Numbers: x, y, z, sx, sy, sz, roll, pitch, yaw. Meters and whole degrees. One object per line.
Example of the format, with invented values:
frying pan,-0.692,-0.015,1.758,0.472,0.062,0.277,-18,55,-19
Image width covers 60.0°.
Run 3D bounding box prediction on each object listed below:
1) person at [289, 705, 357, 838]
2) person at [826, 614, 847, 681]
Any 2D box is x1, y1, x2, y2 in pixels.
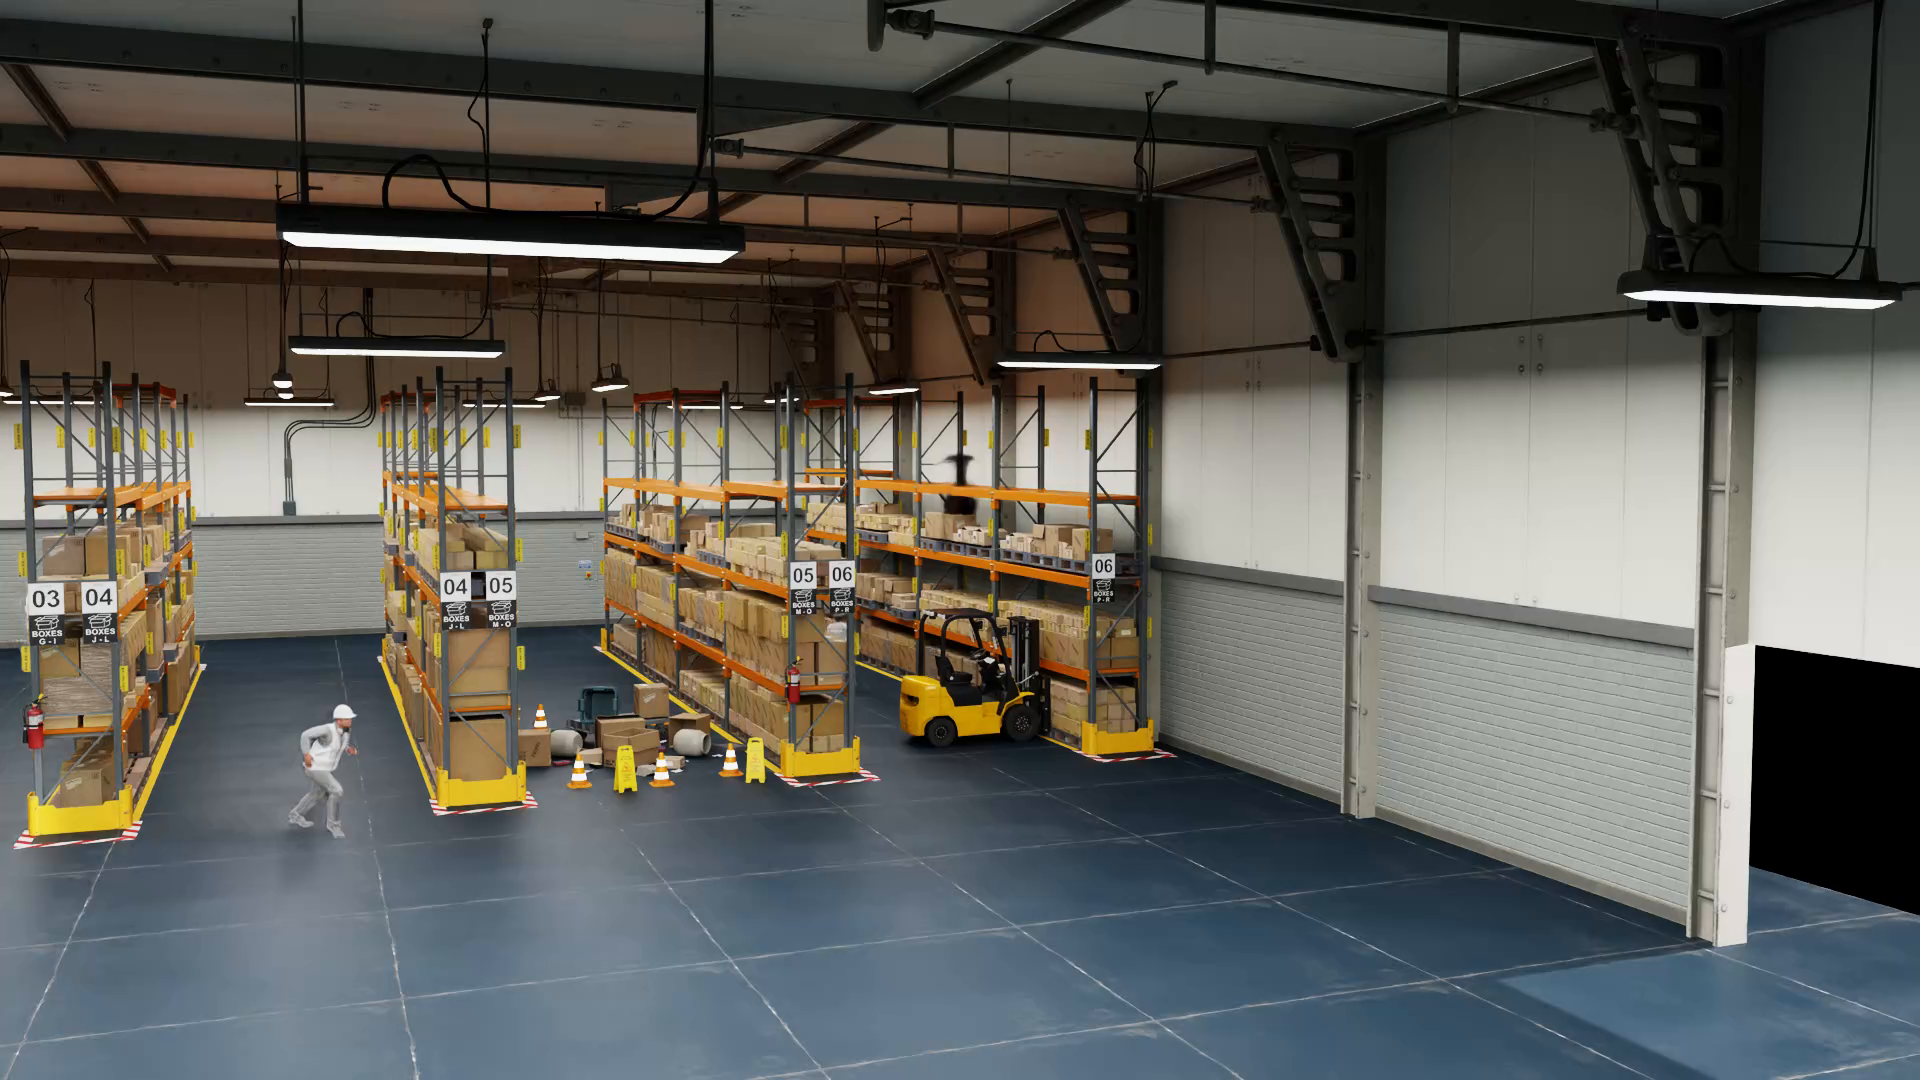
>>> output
person,-8.078,2.929,21.004,1.010,1.727,0.704,1,4,16
person,-2.376,2.219,33.336,0.713,1.630,0.613,0,3,2
